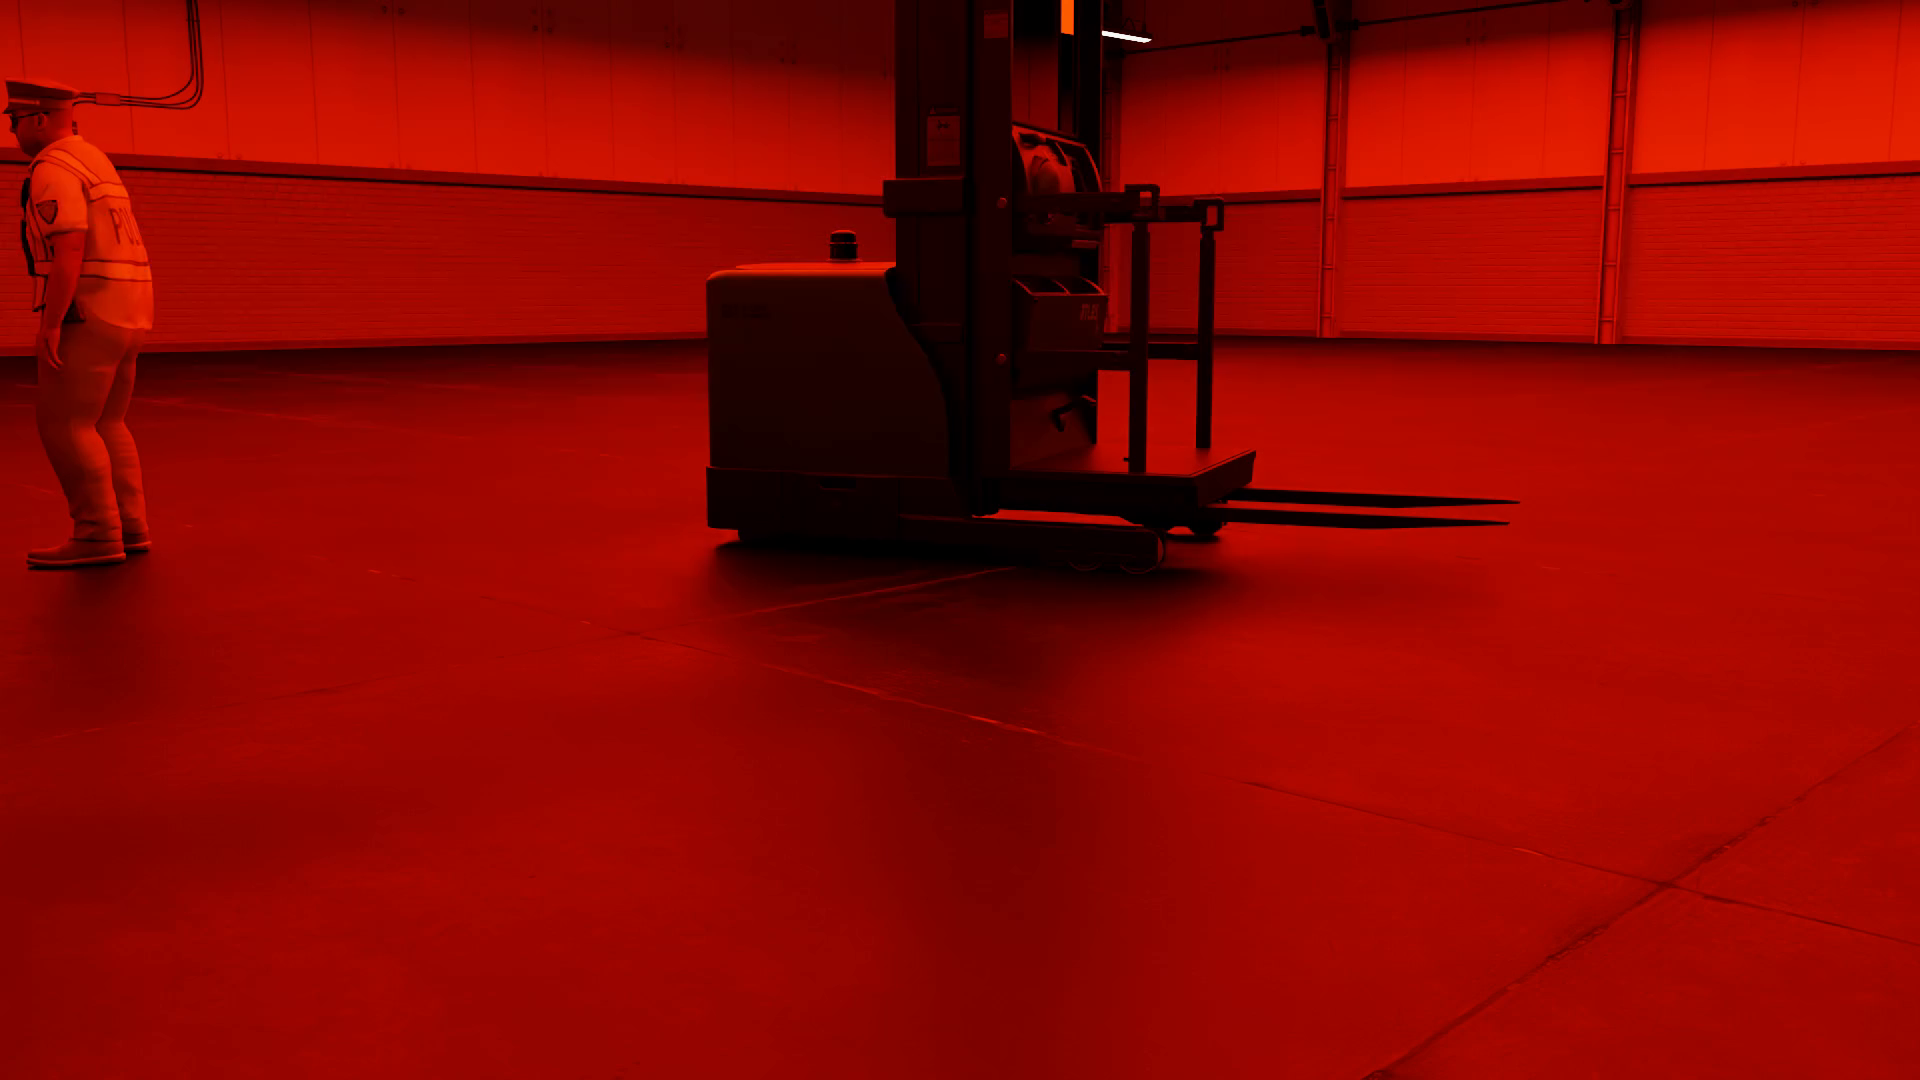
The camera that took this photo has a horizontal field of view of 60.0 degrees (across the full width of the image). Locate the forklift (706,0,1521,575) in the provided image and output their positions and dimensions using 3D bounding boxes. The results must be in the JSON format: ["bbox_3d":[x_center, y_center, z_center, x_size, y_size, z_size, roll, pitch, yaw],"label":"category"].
[{"bbox_3d":[0.565,-1.416,6.275,3.031,2.935,1.130,3,9,22],"label":"forklift"}]

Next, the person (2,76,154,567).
[{"bbox_3d":[-3.213,-0.795,6.111,0.438,1.750,0.607,-2,9,-10],"label":"person"}]
